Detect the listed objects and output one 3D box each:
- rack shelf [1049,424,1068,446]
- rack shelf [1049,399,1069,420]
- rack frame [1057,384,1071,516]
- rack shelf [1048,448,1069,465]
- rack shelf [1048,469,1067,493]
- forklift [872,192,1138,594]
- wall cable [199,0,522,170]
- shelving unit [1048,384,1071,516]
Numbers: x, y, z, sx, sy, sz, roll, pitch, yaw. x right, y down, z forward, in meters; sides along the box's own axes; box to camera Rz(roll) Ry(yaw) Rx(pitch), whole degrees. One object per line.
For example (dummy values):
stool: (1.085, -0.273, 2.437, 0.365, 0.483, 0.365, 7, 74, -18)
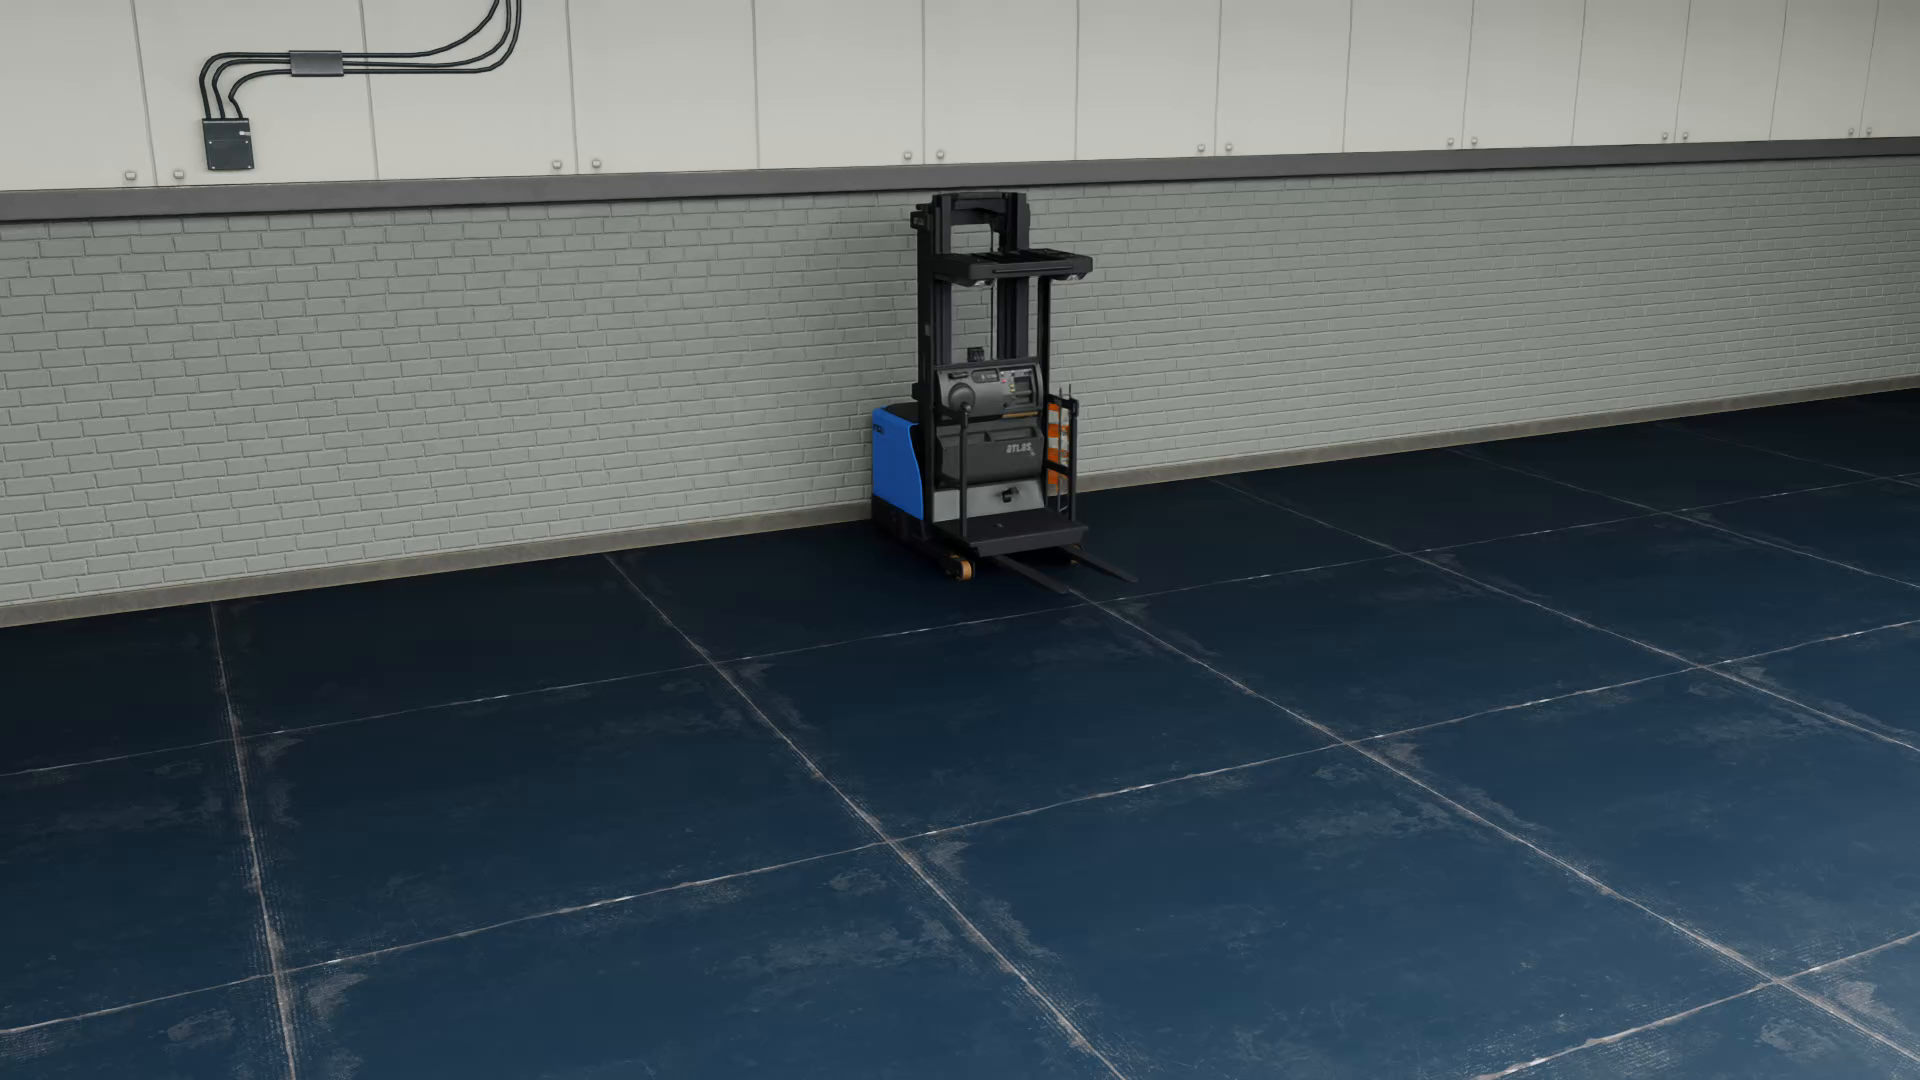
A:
rack shelf: (0.709, -0.958, 14.845, 0.480, 0.148, 0.258, 8, 18, 25)
rack shelf: (0.709, -1.185, 14.780, 0.480, 0.148, 0.258, 8, 18, 25)
rack frame: (0.928, -0.778, 14.785, 0.015, 1.200, 0.240, 8, 18, 25)
rack shelf: (0.708, -0.743, 14.906, 0.480, 0.148, 0.258, 8, 18, 25)
rack shelf: (0.708, -0.552, 14.961, 0.480, 0.148, 0.258, 8, 18, 25)
forklift: (0.344, -1.222, 13.197, 1.130, 2.935, 3.031, -8, 18, -26)
wall cable: (-4.322, -5.664, 11.510, 2.305, 6.003, 0.169, -8, 18, -25)
shelving unit: (0.709, -0.807, 14.888, 0.503, 1.200, 0.258, 8, 18, 25)
